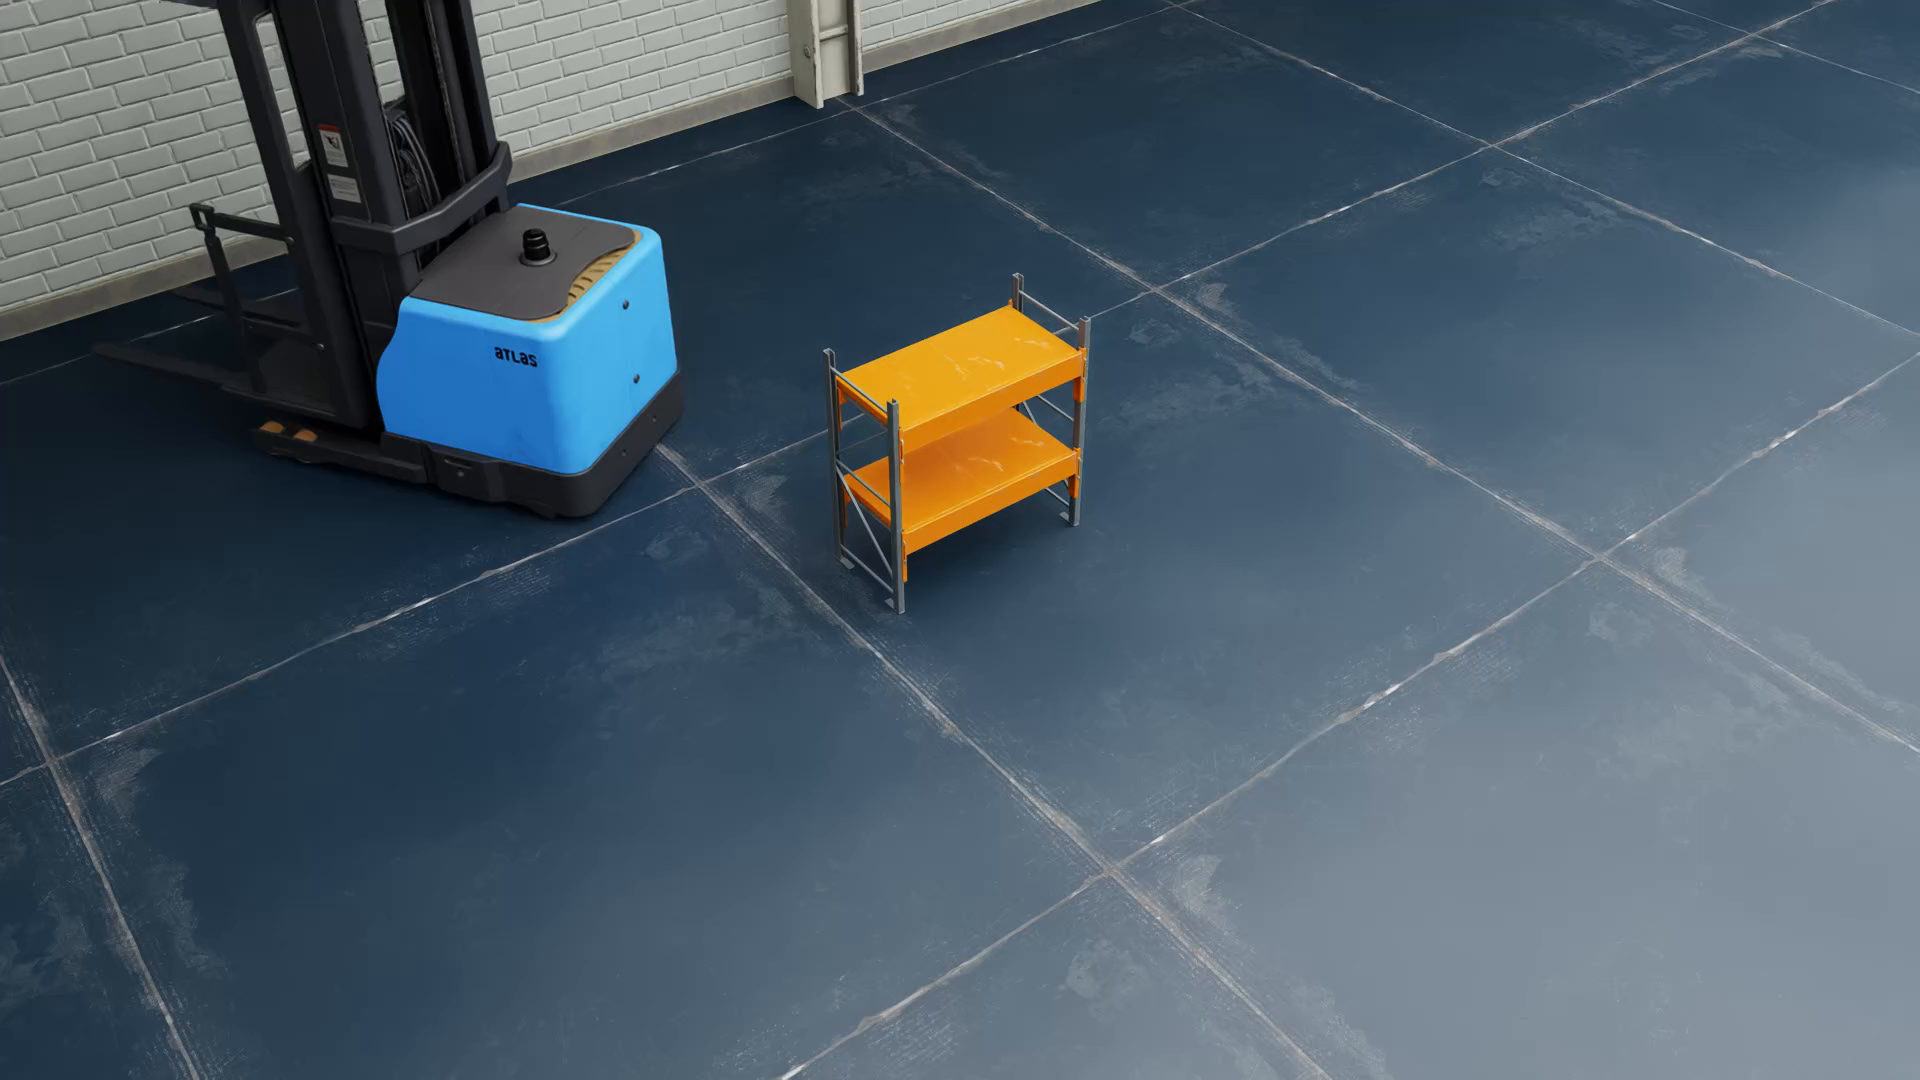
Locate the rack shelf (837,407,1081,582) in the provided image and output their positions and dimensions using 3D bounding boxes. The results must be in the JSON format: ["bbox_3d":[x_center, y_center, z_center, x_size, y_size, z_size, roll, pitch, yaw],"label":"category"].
[{"bbox_3d":[-0.005,-0.243,7.545,1.000,0.278,0.538,-26,46,-28],"label":"rack shelf"}]

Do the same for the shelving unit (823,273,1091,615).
[{"bbox_3d":[-0.005,-0.432,7.390,1.048,1.125,0.538,-26,46,-28],"label":"shelving unit"}]

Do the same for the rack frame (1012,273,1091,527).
[{"bbox_3d":[0.398,-0.629,7.630,0.032,1.125,0.500,-26,46,-28],"label":"rack frame"}]

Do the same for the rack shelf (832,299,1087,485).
[{"bbox_3d":[-0.005,-0.659,7.204,1.000,0.278,0.538,-26,46,-28],"label":"rack shelf"}]

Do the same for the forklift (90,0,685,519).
[{"bbox_3d":[-2.969,-1.811,7.647,3.031,2.935,1.130,13,41,16],"label":"forklift"}]

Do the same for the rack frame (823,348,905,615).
[{"bbox_3d":[-0.408,-0.236,7.151,0.032,1.125,0.500,-26,46,-28],"label":"rack frame"}]

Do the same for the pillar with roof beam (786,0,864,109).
[{"bbox_3d":[1.712,-4.406,6.026,0.400,9.000,9.100,-26,46,-28],"label":"pillar with roof beam"}]
